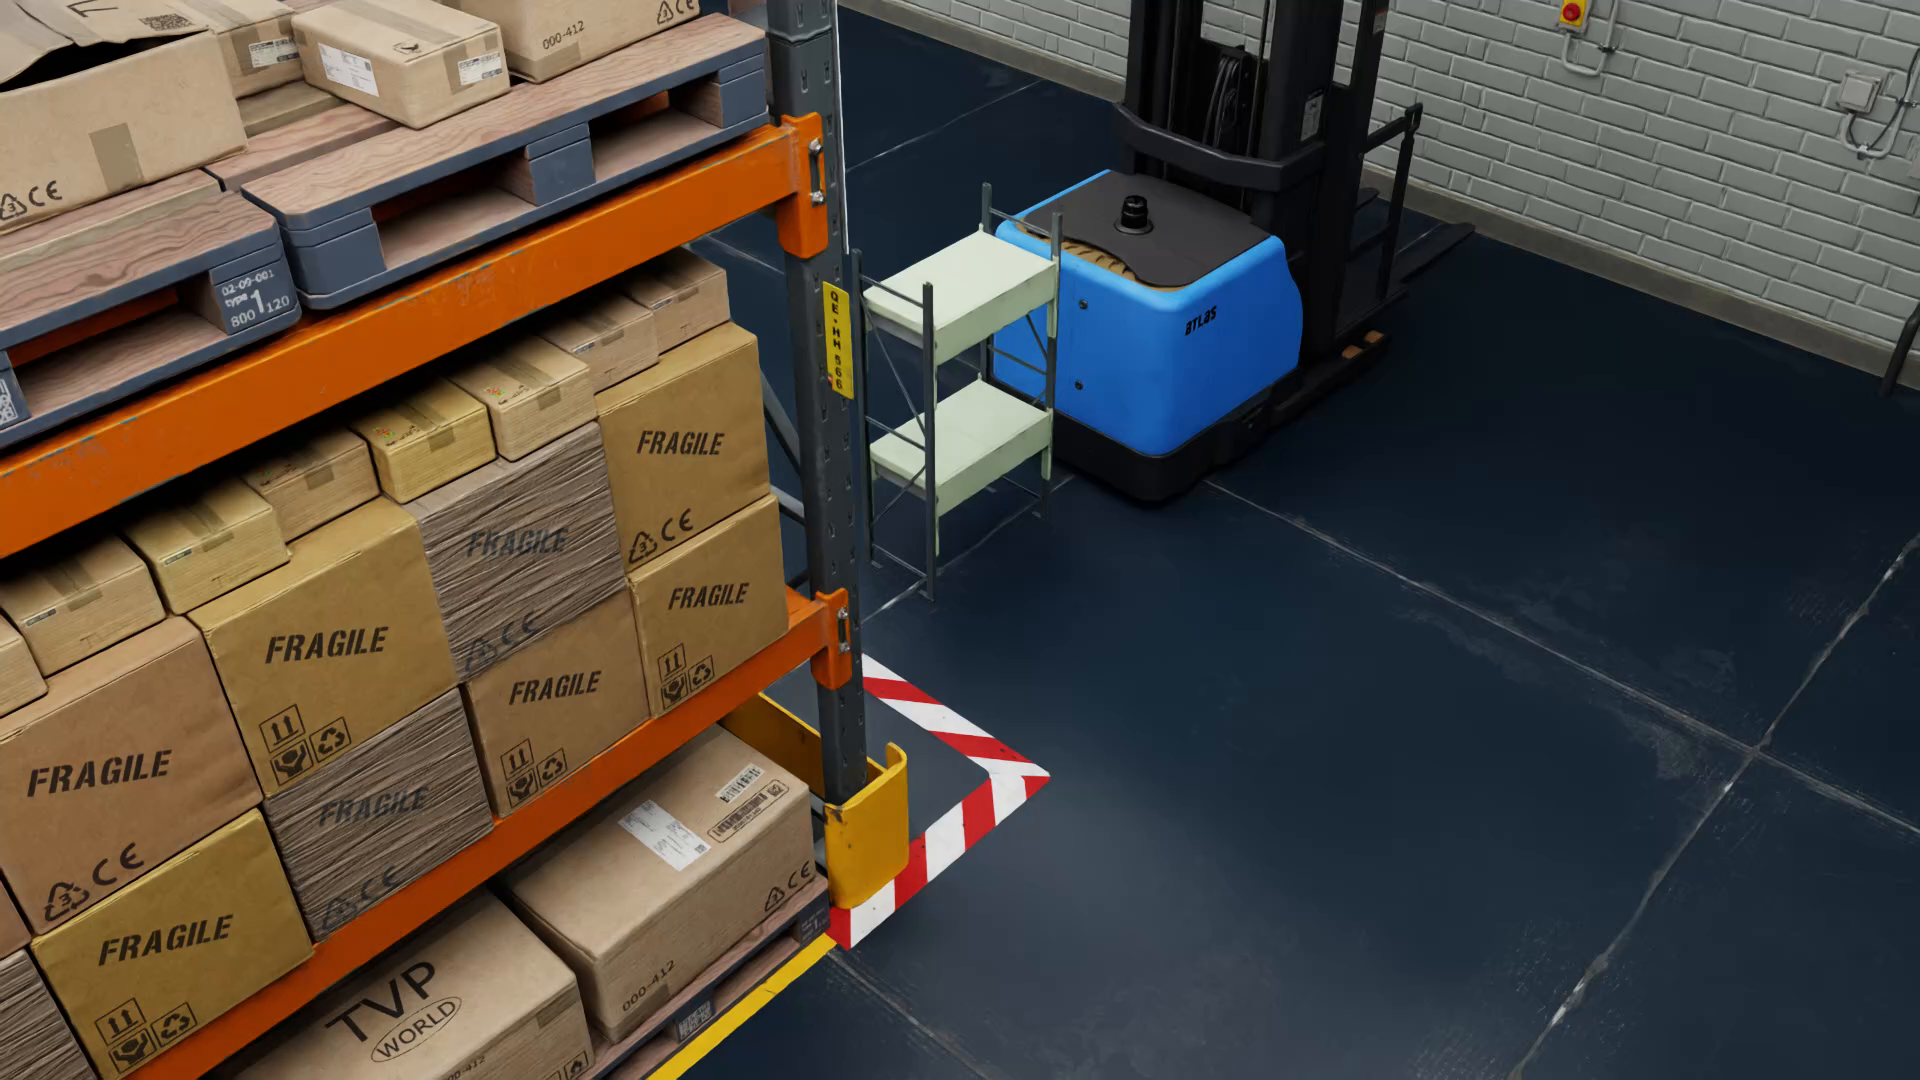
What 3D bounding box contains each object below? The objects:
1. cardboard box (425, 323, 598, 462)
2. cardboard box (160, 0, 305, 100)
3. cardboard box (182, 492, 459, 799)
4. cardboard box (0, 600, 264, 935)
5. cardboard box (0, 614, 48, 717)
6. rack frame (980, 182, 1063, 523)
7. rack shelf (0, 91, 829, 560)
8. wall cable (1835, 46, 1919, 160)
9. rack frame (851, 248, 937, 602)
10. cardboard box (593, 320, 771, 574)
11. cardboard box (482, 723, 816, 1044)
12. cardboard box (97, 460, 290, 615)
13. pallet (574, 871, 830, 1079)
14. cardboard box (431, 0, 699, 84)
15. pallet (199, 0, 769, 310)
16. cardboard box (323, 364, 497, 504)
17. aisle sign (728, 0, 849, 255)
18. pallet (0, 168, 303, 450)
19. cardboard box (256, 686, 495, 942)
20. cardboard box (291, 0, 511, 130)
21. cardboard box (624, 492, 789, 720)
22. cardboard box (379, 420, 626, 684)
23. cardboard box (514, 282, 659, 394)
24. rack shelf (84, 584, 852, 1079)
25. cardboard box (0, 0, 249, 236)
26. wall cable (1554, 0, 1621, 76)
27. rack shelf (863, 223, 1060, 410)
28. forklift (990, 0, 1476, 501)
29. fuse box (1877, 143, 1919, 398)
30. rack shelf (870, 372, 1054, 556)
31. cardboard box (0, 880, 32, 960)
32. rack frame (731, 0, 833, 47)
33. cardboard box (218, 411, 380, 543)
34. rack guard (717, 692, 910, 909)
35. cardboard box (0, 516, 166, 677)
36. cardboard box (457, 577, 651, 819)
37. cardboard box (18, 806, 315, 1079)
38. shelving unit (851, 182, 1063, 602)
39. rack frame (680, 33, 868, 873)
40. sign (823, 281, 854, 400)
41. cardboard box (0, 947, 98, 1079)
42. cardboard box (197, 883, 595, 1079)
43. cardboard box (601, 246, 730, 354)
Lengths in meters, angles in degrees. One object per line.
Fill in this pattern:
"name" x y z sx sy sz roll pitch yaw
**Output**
"cardboard box" -1.073 -0.366 3.896 0.380 0.149 0.250 29 47 31
"cardboard box" -1.617 -1.088 3.582 0.380 0.149 0.250 31 48 33
"cardboard box" -1.530 0.158 3.758 0.500 0.500 0.500 29 47 32
"cardboard box" -1.870 0.388 3.468 0.500 0.500 0.500 29 47 32
"cardboard box" -1.966 0.214 3.166 0.380 0.149 0.250 30 47 32
"rack frame" 0.242 -0.752 6.991 0.400 1.500 0.023 30 47 32
"rack shelf" -2.062 -0.185 3.241 1.077 0.370 4.000 30 47 32
"wall cable" 4.128 -2.619 7.318 0.588 1.984 0.122 30 47 32
"rack frame" -0.251 -0.416 6.568 0.400 1.500 0.023 30 47 32
"cardboard box" -0.863 -0.321 4.360 0.500 0.500 0.500 31 48 33
"cardboard box" -1.085 0.972 5.339 0.875 0.438 0.875 28 46 31
"cardboard box" -1.628 -0.038 3.483 0.380 0.149 0.250 31 48 33
"pallet" -1.195 1.280 5.471 1.003 0.211 1.213 30 47 32
"cardboard box" -0.950 -1.286 3.750 0.500 0.250 0.500 25 45 28
"pallet" -1.206 -1.006 3.766 1.003 0.211 1.213 30 47 32
"cardboard box" -1.273 -0.268 3.772 0.380 0.149 0.250 31 48 33
"aisle sign" -0.436 -1.132 4.175 0.394 0.787 0.004 30 47 32
"pallet" -2.029 -0.443 3.058 1.003 0.211 1.213 30 47 32
"cardboard box" -1.533 0.547 4.072 0.500 0.500 0.500 31 48 33
"cardboard box" -1.174 -1.020 3.497 0.380 0.149 0.250 26 45 29
"cardboard box" -0.843 0.082 4.657 0.500 0.500 0.500 30 47 32
"cardboard box" -1.194 -0.068 4.042 0.500 0.500 0.500 30 47 32
"cardboard box" -0.961 -0.520 4.089 0.380 0.149 0.250 31 48 33
"rack shelf" -2.062 0.989 4.174 1.077 0.370 4.000 30 47 32
"cardboard box" -1.760 -0.888 3.200 0.500 0.311 0.500 31 48 33
"wall cable" 3.074 -3.222 8.050 0.585 1.953 0.123 30 47 32
"rack shelf" -0.004 -0.889 6.536 0.431 0.370 0.720 30 47 32
"forklift" 1.520 -2.141 7.587 1.130 2.935 3.031 31 48 33
"fuse box" 4.526 -1.359 7.584 0.539 1.711 0.414 30 47 32
"rack shelf" -0.005 -0.329 6.982 0.431 0.370 0.720 30 47 32
"cardboard box" -2.212 0.618 3.179 0.500 0.500 0.500 31 48 33
"rack frame" -0.713 -2.560 3.239 1.000 3.000 0.127 30 47 32
"cardboard box" -1.502 -0.178 3.658 0.380 0.149 0.250 29 47 32
"rack guard" -0.697 0.756 5.898 1.175 0.500 0.348 30 47 32
"cardboard box" -1.819 0.075 3.341 0.380 0.149 0.250 31 48 33
"cardboard box" -1.193 0.306 4.374 0.500 0.500 0.500 29 47 31
"cardboard box" -1.872 0.789 3.767 0.500 0.500 0.500 31 48 33
"shelving unit" -0.004 -0.584 6.779 0.431 1.500 0.755 30 47 32
"rack frame" -0.713 -0.212 5.106 1.000 3.000 0.127 30 47 32
"sign" -0.322 -0.523 4.377 0.100 0.325 0.005 30 47 32
"cardboard box" -2.219 1.026 3.469 0.500 0.500 0.500 30 47 32
"cardboard box" -1.696 1.396 4.806 0.875 0.438 0.875 31 48 33
"cardboard box" -0.808 -0.647 4.249 0.380 0.149 0.250 30 47 32
